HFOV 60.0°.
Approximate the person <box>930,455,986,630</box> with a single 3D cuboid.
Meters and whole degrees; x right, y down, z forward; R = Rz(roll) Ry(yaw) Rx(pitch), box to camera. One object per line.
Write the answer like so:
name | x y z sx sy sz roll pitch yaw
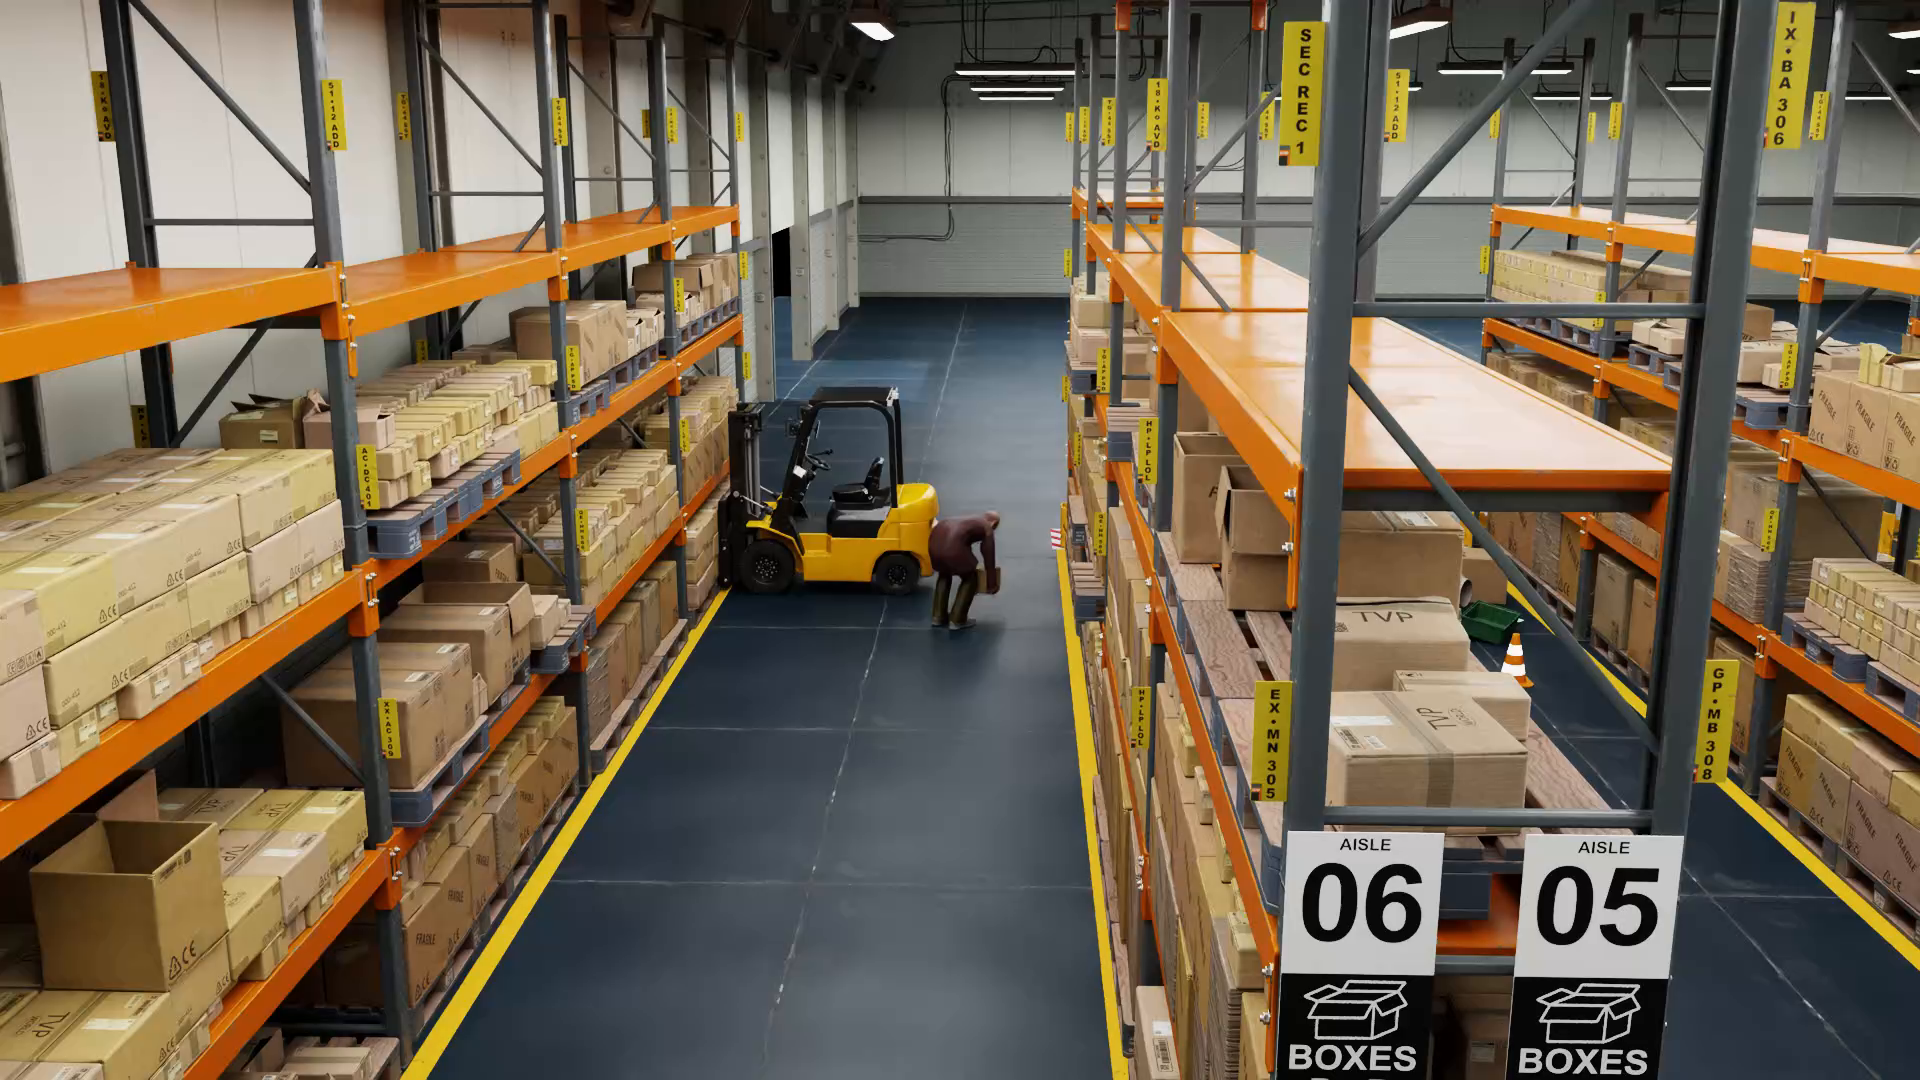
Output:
person | -0.028 0.007 17.029 0.526 1.770 0.580 11 17 37
